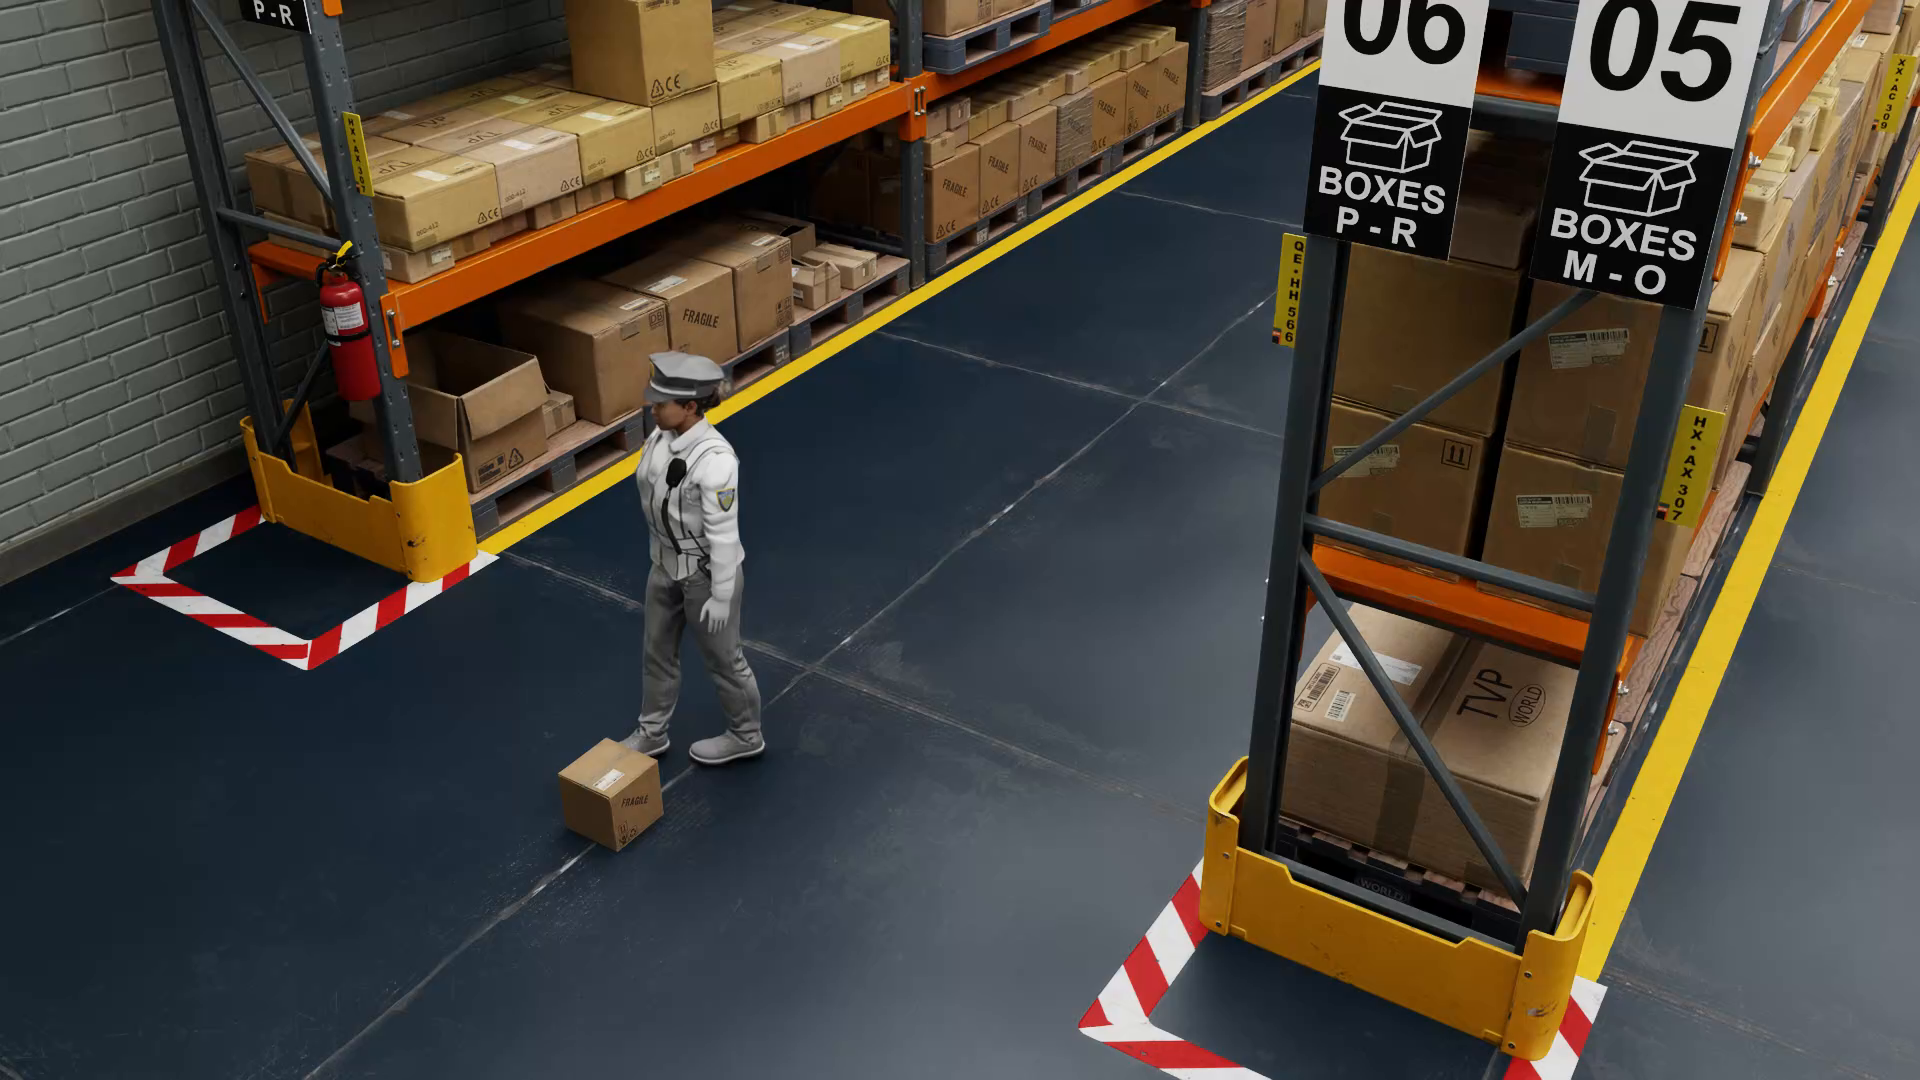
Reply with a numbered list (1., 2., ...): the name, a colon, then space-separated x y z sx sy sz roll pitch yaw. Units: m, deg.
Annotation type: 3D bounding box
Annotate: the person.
1. person: -1.034 0.133 5.881 0.583 1.672 0.491 -20 36 -30
